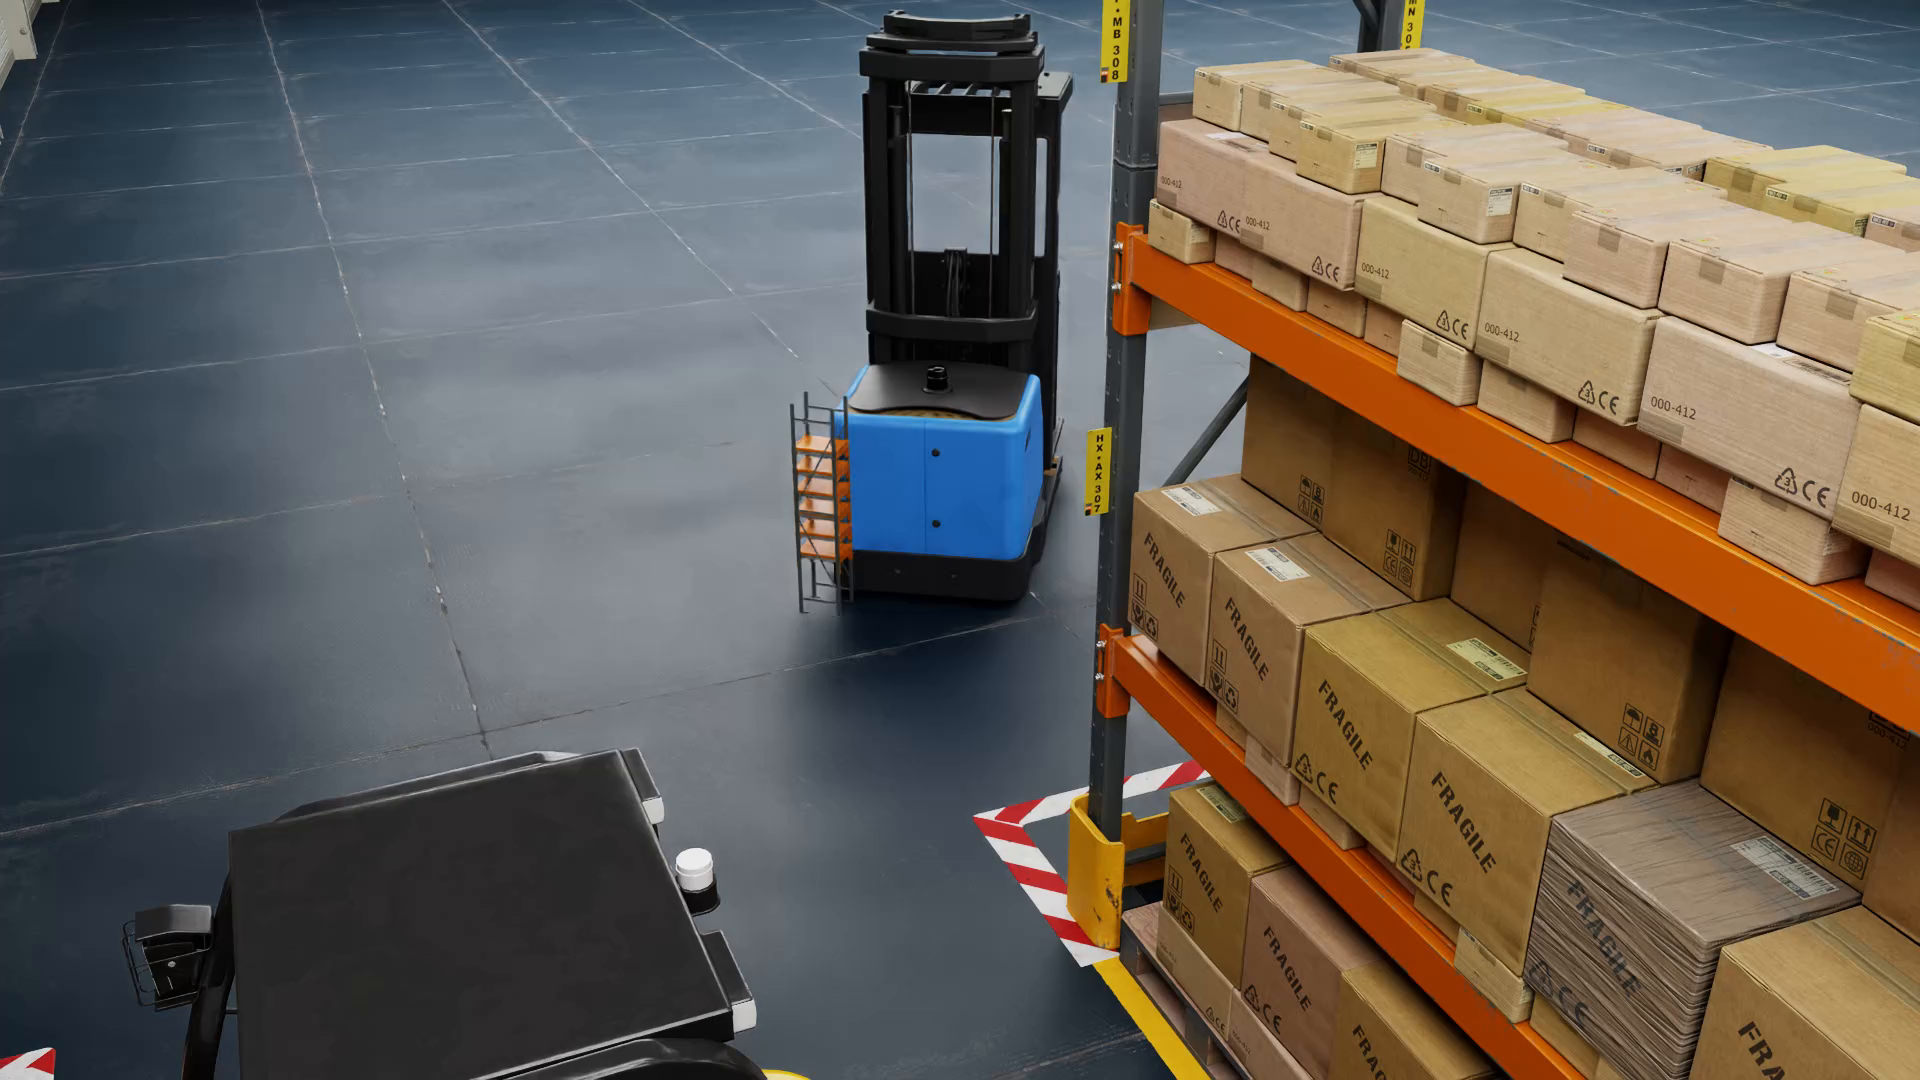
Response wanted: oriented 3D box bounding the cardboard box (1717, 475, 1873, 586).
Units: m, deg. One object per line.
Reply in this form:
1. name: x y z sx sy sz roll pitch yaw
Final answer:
1. cardboard box: 1.759 -0.056 3.313 0.380 0.149 0.250 -10 28 -19

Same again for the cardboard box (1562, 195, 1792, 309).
1. cardboard box: 1.533 -0.621 3.562 0.380 0.149 0.250 -10 28 -20

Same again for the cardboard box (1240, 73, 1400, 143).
1. cardboard box: 1.051 -1.258 4.867 0.380 0.149 0.250 -11 28 -21

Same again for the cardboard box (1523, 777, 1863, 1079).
1. cardboard box: 1.735 0.942 3.950 0.500 0.500 0.500 -10 28 -19

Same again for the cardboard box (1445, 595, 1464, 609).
1. cardboard box: 1.644 0.253 5.359 0.500 0.500 0.500 -11 28 -20

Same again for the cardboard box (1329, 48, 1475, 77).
1. cardboard box: 1.391 -1.450 5.260 0.380 0.149 0.250 -10 28 -20

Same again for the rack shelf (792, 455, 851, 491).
1. rack shelf: -0.720 -0.350 8.654 0.258 0.103 0.180 8 27 16

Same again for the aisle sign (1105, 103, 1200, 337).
1. aisle sign: 0.677 -1.083 5.585 0.394 0.787 0.004 -11 28 -21

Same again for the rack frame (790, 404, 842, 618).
1. rack frame: -0.748 -0.136 8.661 0.240 1.200 0.006 8 27 16

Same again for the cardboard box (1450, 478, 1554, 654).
1. cardboard box: 1.873 -0.008 4.755 0.700 0.500 0.500 -11 28 -21

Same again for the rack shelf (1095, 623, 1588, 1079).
1. rack shelf: 1.770 1.188 4.718 1.077 0.370 4.000 -11 28 -21

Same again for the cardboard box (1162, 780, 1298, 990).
1. cardboard box: 1.058 1.150 5.777 0.500 0.500 0.500 -12 28 -22

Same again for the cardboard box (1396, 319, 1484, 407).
1. cardboard box: 1.327 -0.467 4.155 0.380 0.149 0.250 -10 28 -20

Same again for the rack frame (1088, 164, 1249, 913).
1. rack frame: 0.986 0.057 6.214 1.000 3.000 0.127 -11 28 -21

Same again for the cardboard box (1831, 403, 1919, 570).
1. cardboard box: 1.933 -0.078 2.904 0.500 0.250 0.500 -11 28 -21

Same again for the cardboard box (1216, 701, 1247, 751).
1. cardboard box: 1.070 0.563 5.463 0.380 0.149 0.250 -12 28 -22

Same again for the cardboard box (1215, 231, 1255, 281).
1. cardboard box: 1.003 -0.897 5.037 0.380 0.149 0.250 -12 28 -22

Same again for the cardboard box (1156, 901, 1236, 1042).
1. cardboard box: 1.048 1.477 5.961 0.500 0.250 0.500 -11 28 -21

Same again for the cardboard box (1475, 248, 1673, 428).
1. cardboard box: 1.534 -0.489 3.745 0.500 0.250 0.500 -10 28 -20

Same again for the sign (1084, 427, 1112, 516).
1. sign: 0.487 -0.238 5.833 0.100 0.325 0.005 -11 28 -21

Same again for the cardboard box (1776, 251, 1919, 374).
1. cardboard box: 1.806 -0.430 3.170 0.380 0.149 0.250 -11 28 -22

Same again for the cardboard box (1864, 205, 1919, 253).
1. cardboard box: 2.169 -0.621 3.561 0.380 0.149 0.250 -11 28 -21

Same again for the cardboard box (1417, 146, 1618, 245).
1. cardboard box: 1.334 -0.830 3.989 0.380 0.149 0.250 -10 28 -19

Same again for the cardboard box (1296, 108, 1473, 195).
1. cardboard box: 1.122 -1.033 4.405 0.380 0.149 0.250 -11 28 -21

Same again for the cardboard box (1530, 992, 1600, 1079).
1. cardboard box: 1.673 1.190 4.181 0.380 0.149 0.250 -11 28 -22

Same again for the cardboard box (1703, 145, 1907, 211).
1. cardboard box: 2.022 -0.837 4.004 0.380 0.149 0.250 -10 28 -19

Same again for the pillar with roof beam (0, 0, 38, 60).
1. pillar with roof beam: -9.574 -11.777 23.614 9.100 9.000 0.400 -11 28 -21

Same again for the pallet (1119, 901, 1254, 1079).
1. pallet: 1.302 1.675 6.079 1.003 0.211 1.213 -11 28 -21

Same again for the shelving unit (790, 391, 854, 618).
1. shelving unit: -0.720 -0.174 8.740 0.258 1.200 0.189 8 27 16

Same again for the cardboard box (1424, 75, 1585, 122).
1. cardboard box: 1.573 -1.240 4.829 0.380 0.149 0.250 -11 28 -21

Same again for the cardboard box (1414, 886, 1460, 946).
1. cardboard box: 1.494 0.980 4.610 0.380 0.149 0.250 -11 28 -22

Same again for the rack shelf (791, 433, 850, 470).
1. rack shelf: -0.720 -0.458 8.601 0.258 0.103 0.180 8 27 16

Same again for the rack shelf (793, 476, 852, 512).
1. rack shelf: -0.720 -0.242 8.707 0.258 0.103 0.180 8 27 16

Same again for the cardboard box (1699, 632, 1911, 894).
1. cardboard box: 2.228 0.412 3.895 0.700 0.500 0.500 -11 28 -22

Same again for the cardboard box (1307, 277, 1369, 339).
1. cardboard box: 1.194 -0.689 4.609 0.380 0.149 0.250 -11 28 -21

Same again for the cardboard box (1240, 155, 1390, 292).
1. cardboard box: 1.126 -0.903 4.594 0.500 0.250 0.500 -11 28 -21

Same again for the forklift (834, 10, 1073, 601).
1. forklift: 0.048 -1.611 9.710 1.130 2.935 3.031 4 26 8

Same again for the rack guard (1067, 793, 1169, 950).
1. rack guard: 1.016 1.211 6.699 1.175 0.500 0.348 -11 28 -21

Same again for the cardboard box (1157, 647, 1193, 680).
1. cardboard box: 0.929 0.343 5.915 0.380 0.149 0.250 -10 28 -20

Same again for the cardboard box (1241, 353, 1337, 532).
1. cardboard box: 1.387 -0.402 5.562 0.700 0.500 0.500 -11 28 -22

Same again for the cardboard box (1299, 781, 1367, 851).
1. cardboard box: 1.259 0.772 5.035 0.380 0.149 0.250 -10 28 -19

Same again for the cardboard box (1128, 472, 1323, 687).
1. cardboard box: 0.917 0.118 5.637 0.500 0.500 0.500 -11 28 -21

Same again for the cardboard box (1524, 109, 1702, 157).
1. cardboard box: 1.714 -1.028 4.396 0.380 0.149 0.250 -11 28 -21

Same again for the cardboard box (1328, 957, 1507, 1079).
1. cardboard box: 1.455 1.564 4.928 0.500 0.500 0.500 -10 28 -20

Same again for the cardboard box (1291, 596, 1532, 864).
1. cardboard box: 1.323 0.532 4.789 0.500 0.500 0.500 -11 28 -22

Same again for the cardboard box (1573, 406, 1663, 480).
1. cardboard box: 1.631 -0.278 3.769 0.380 0.149 0.250 -11 28 -21
